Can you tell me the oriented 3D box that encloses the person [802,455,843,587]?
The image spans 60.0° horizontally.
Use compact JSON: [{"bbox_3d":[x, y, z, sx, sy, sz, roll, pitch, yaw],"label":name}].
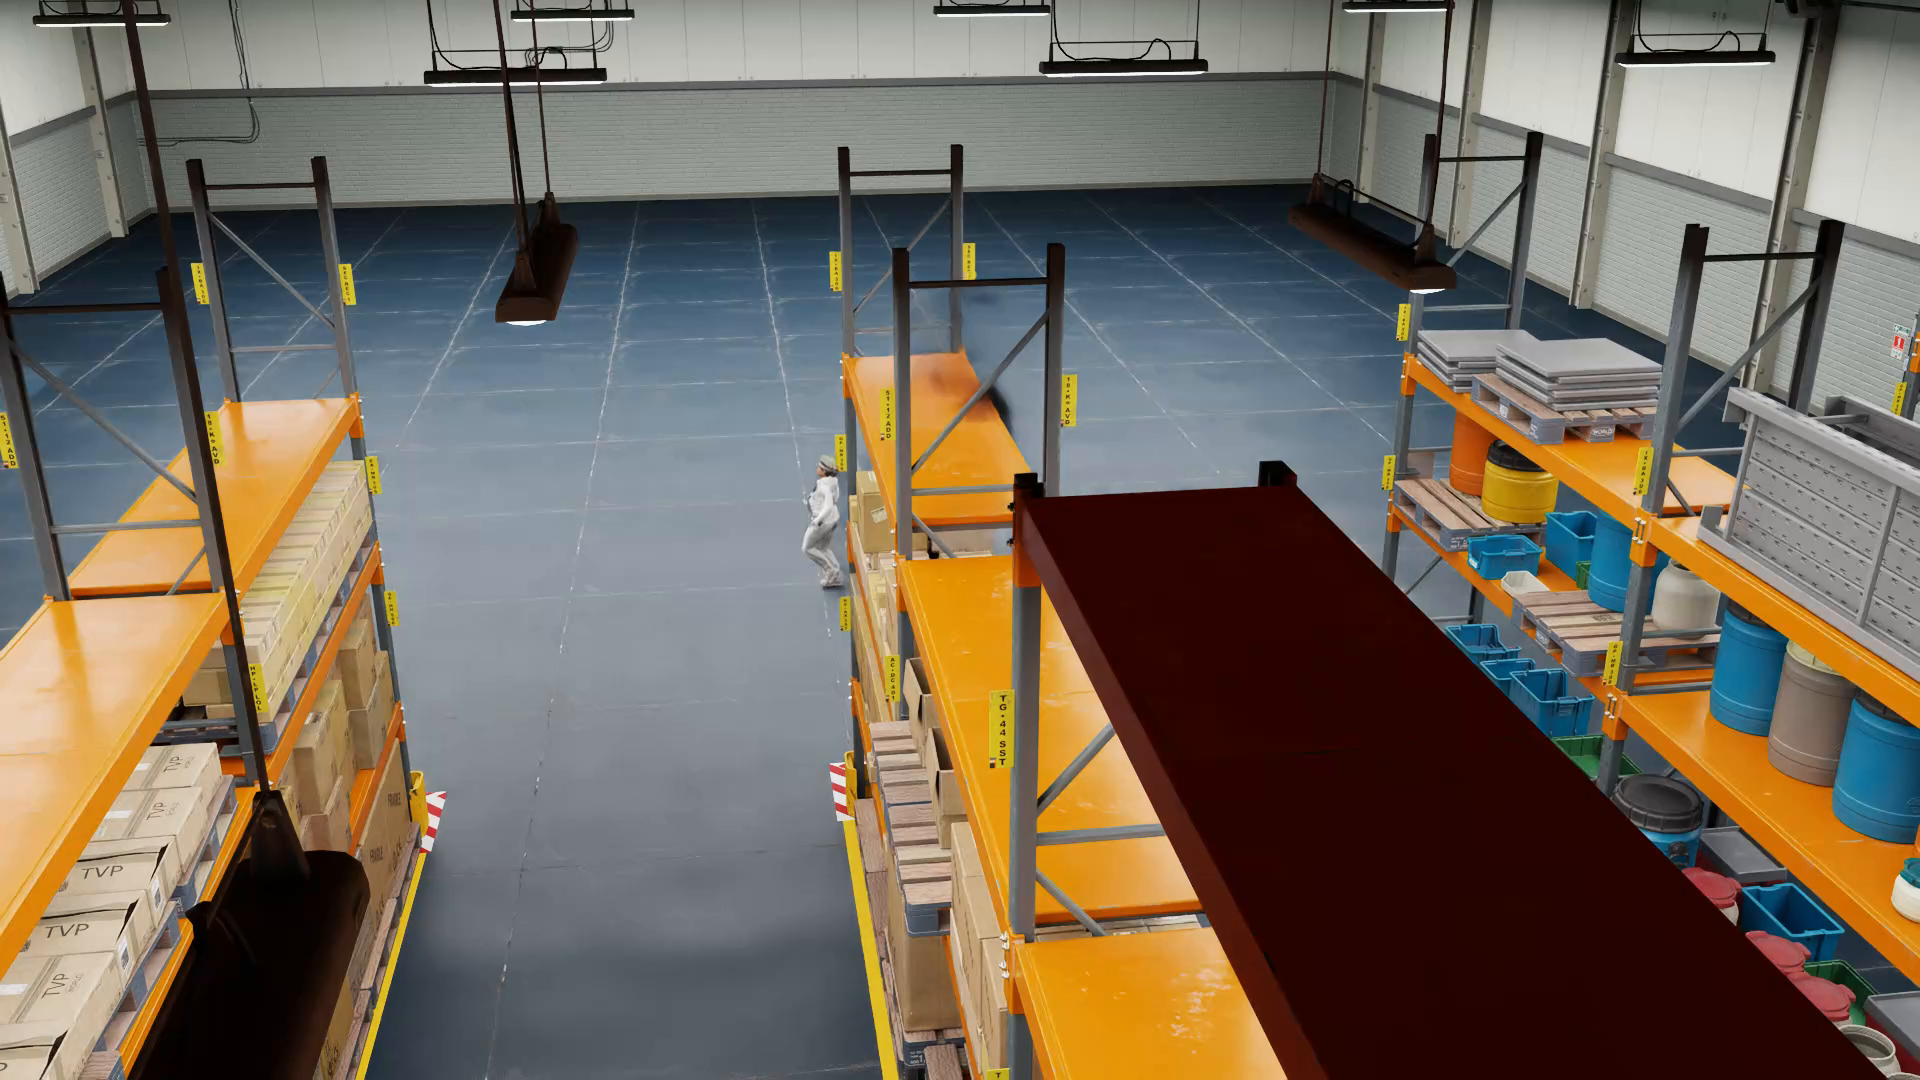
[{"bbox_3d":[-1.678,-0.239,19.969,0.543,1.655,0.547,7,23,17],"label":"person"}]
